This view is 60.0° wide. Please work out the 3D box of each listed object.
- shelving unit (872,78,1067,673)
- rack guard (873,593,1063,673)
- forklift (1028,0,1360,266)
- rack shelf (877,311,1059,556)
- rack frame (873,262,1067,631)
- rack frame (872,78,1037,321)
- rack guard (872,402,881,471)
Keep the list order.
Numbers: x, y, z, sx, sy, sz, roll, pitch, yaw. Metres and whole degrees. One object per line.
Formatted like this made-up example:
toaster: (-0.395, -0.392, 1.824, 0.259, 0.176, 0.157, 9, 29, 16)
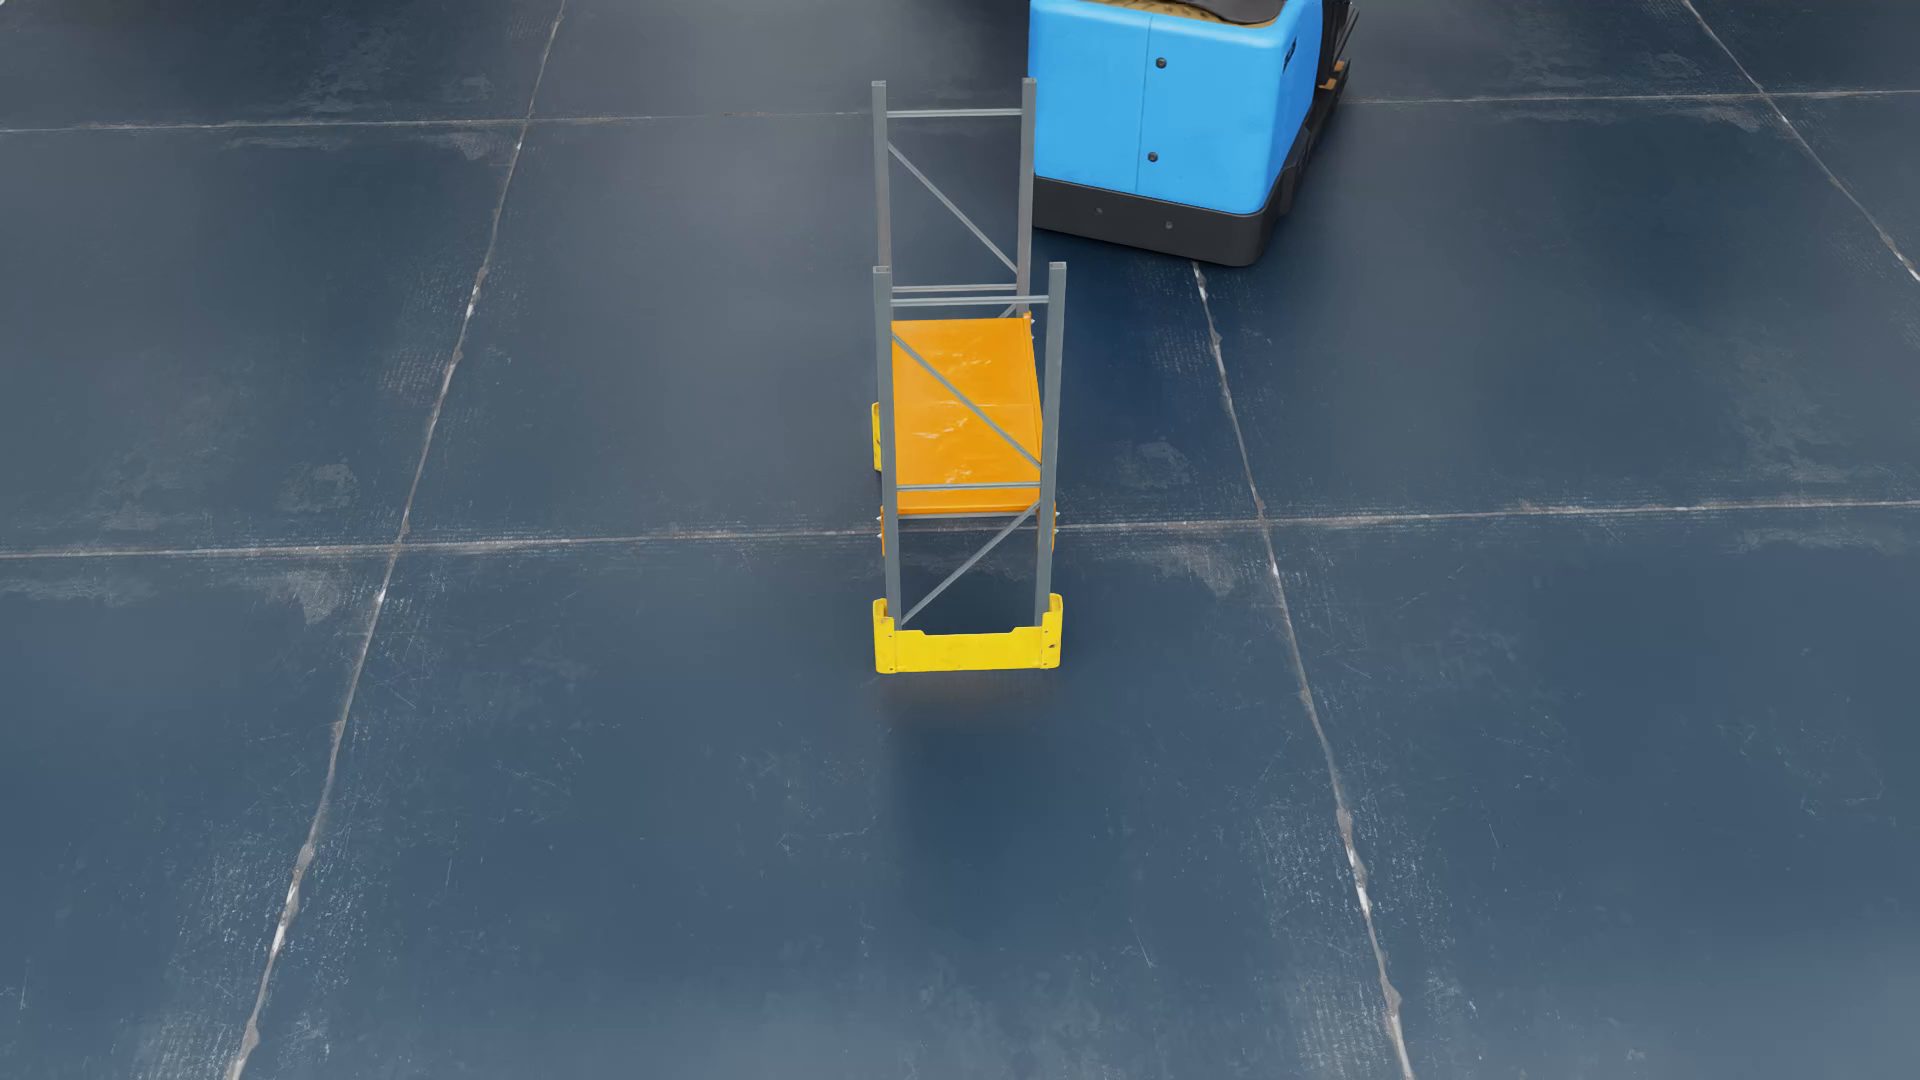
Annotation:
shelving unit: (0.003, -0.501, 5.187, 0.587, 1.500, 1.083, -2, 43, -2)
rack guard: (0.024, 0.296, 5.243, 0.587, 0.250, 0.087, -2, 43, -2)
forklift: (1.256, -3.219, 7.093, 1.130, 2.935, 3.031, 14, 44, 15)
rack shelf: (0.004, -0.363, 5.302, 0.538, 0.185, 1.000, -2, 43, -2)
rack frame: (0.025, -0.152, 4.806, 0.500, 1.500, 0.032, -2, 43, -2)
rack frame: (-0.018, -0.838, 5.555, 0.500, 1.500, 0.032, -2, 43, -2)
rack guard: (-0.018, -0.377, 5.976, 0.587, 0.250, 0.087, -2, 43, -2)
